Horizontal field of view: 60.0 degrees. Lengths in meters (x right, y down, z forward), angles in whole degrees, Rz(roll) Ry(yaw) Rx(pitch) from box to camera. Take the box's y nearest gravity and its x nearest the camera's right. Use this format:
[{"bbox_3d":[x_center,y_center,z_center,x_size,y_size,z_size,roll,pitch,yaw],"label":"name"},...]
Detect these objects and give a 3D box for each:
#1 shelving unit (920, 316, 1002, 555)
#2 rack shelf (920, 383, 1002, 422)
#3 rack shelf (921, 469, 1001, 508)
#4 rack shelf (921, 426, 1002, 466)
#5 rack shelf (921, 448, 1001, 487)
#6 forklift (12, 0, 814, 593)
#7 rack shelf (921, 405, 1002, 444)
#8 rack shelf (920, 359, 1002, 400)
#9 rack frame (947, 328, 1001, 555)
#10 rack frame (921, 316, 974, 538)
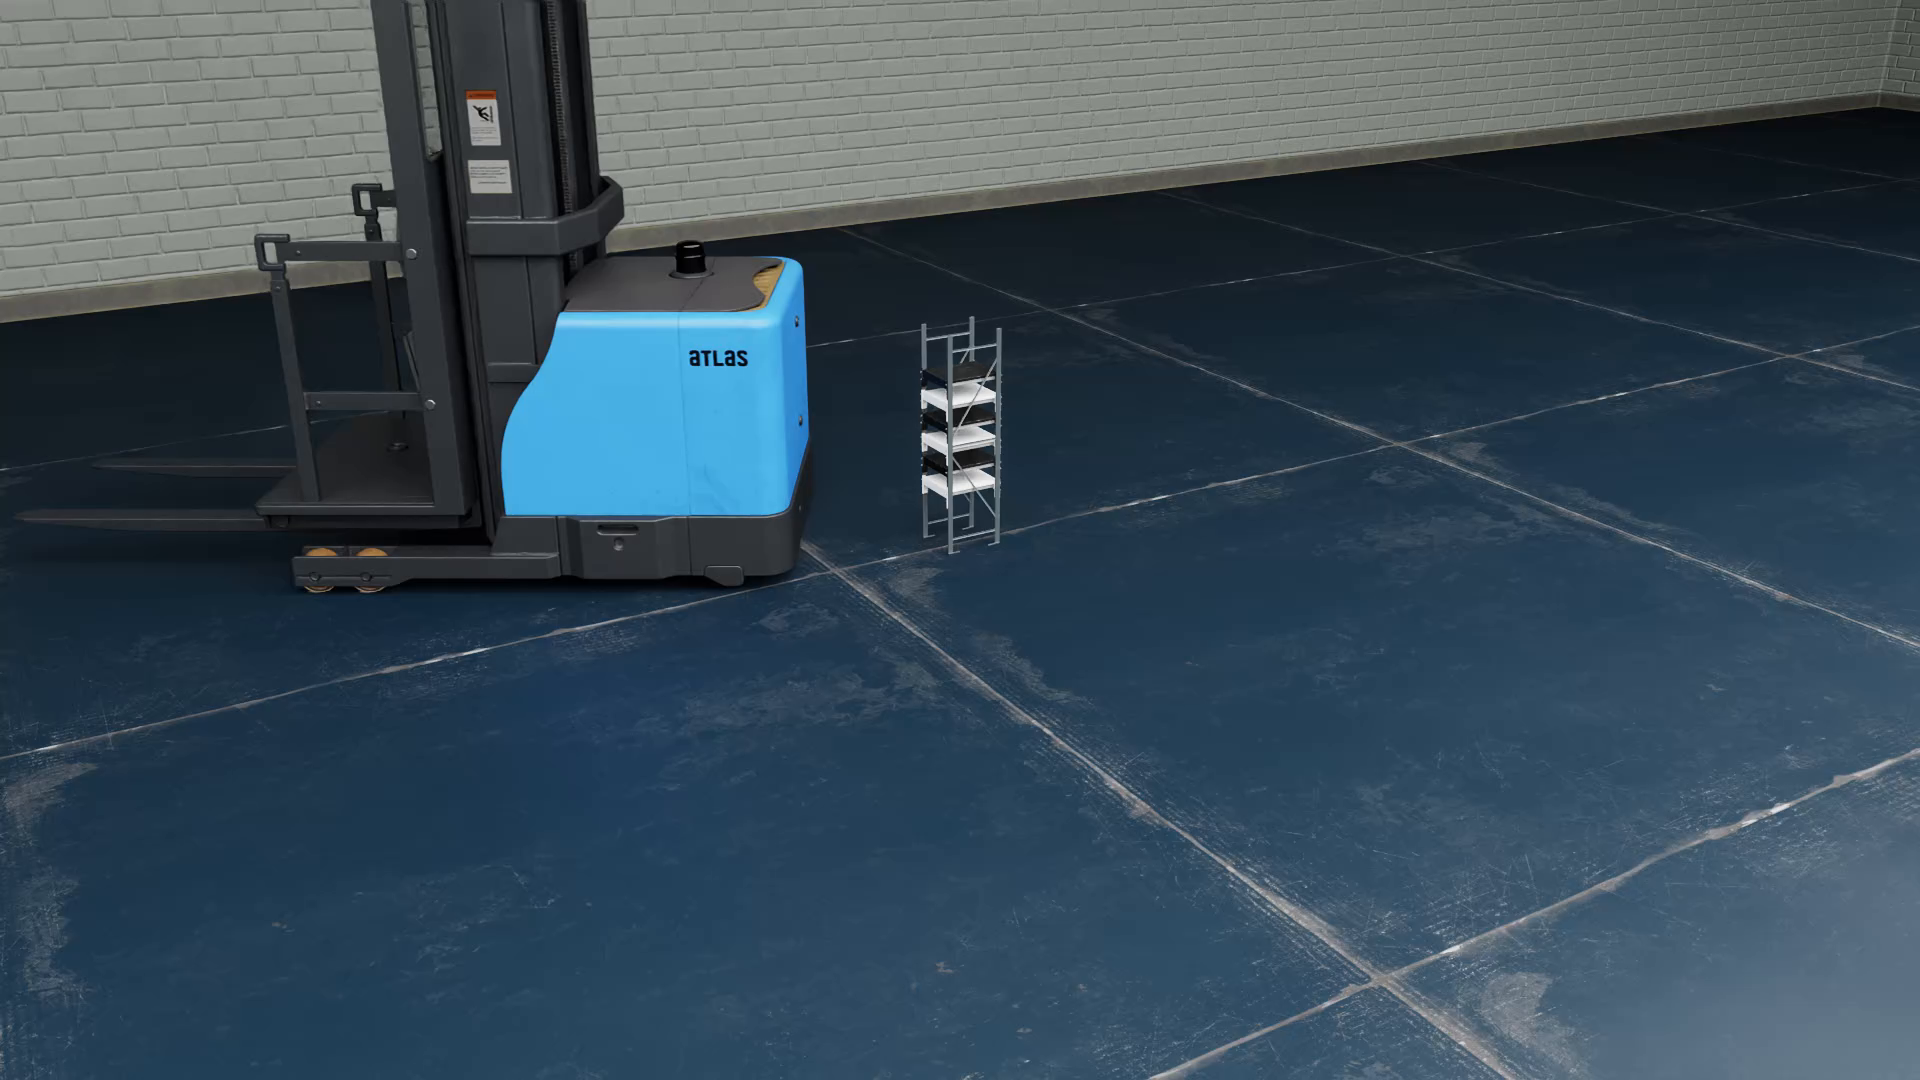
[{"bbox_3d":[0.004,-0.414,6.636,0.258,0.900,0.210,-13,25,-28],"label":"shelving unit"},{"bbox_3d":[0.004,-0.550,6.580,0.258,0.077,0.200,-13,25,-28],"label":"rack shelf"},{"bbox_3d":[0.004,-0.217,6.716,0.258,0.077,0.200,-13,25,-28],"label":"rack shelf"},{"bbox_3d":[0.004,-0.383,6.648,0.258,0.077,0.200,-13,25,-28],"label":"rack shelf"},{"bbox_3d":[0.004,-0.300,6.682,0.258,0.077,0.200,-13,25,-28],"label":"rack shelf"},{"bbox_3d":[-2.147,-1.355,6.254,3.031,2.935,1.130,0,22,0],"label":"forklift"},{"bbox_3d":[0.004,-0.467,6.614,0.258,0.077,0.200,-13,25,-28],"label":"rack shelf"},{"bbox_3d":[0.004,-0.633,6.546,0.258,0.077,0.200,-13,25,-28],"label":"rack shelf"},{"bbox_3d":[0.056,-0.381,6.555,0.240,0.900,0.006,-13,25,-28],"label":"rack frame"},{"bbox_3d":[-0.048,-0.447,6.717,0.240,0.900,0.006,-13,25,-28],"label":"rack frame"}]
